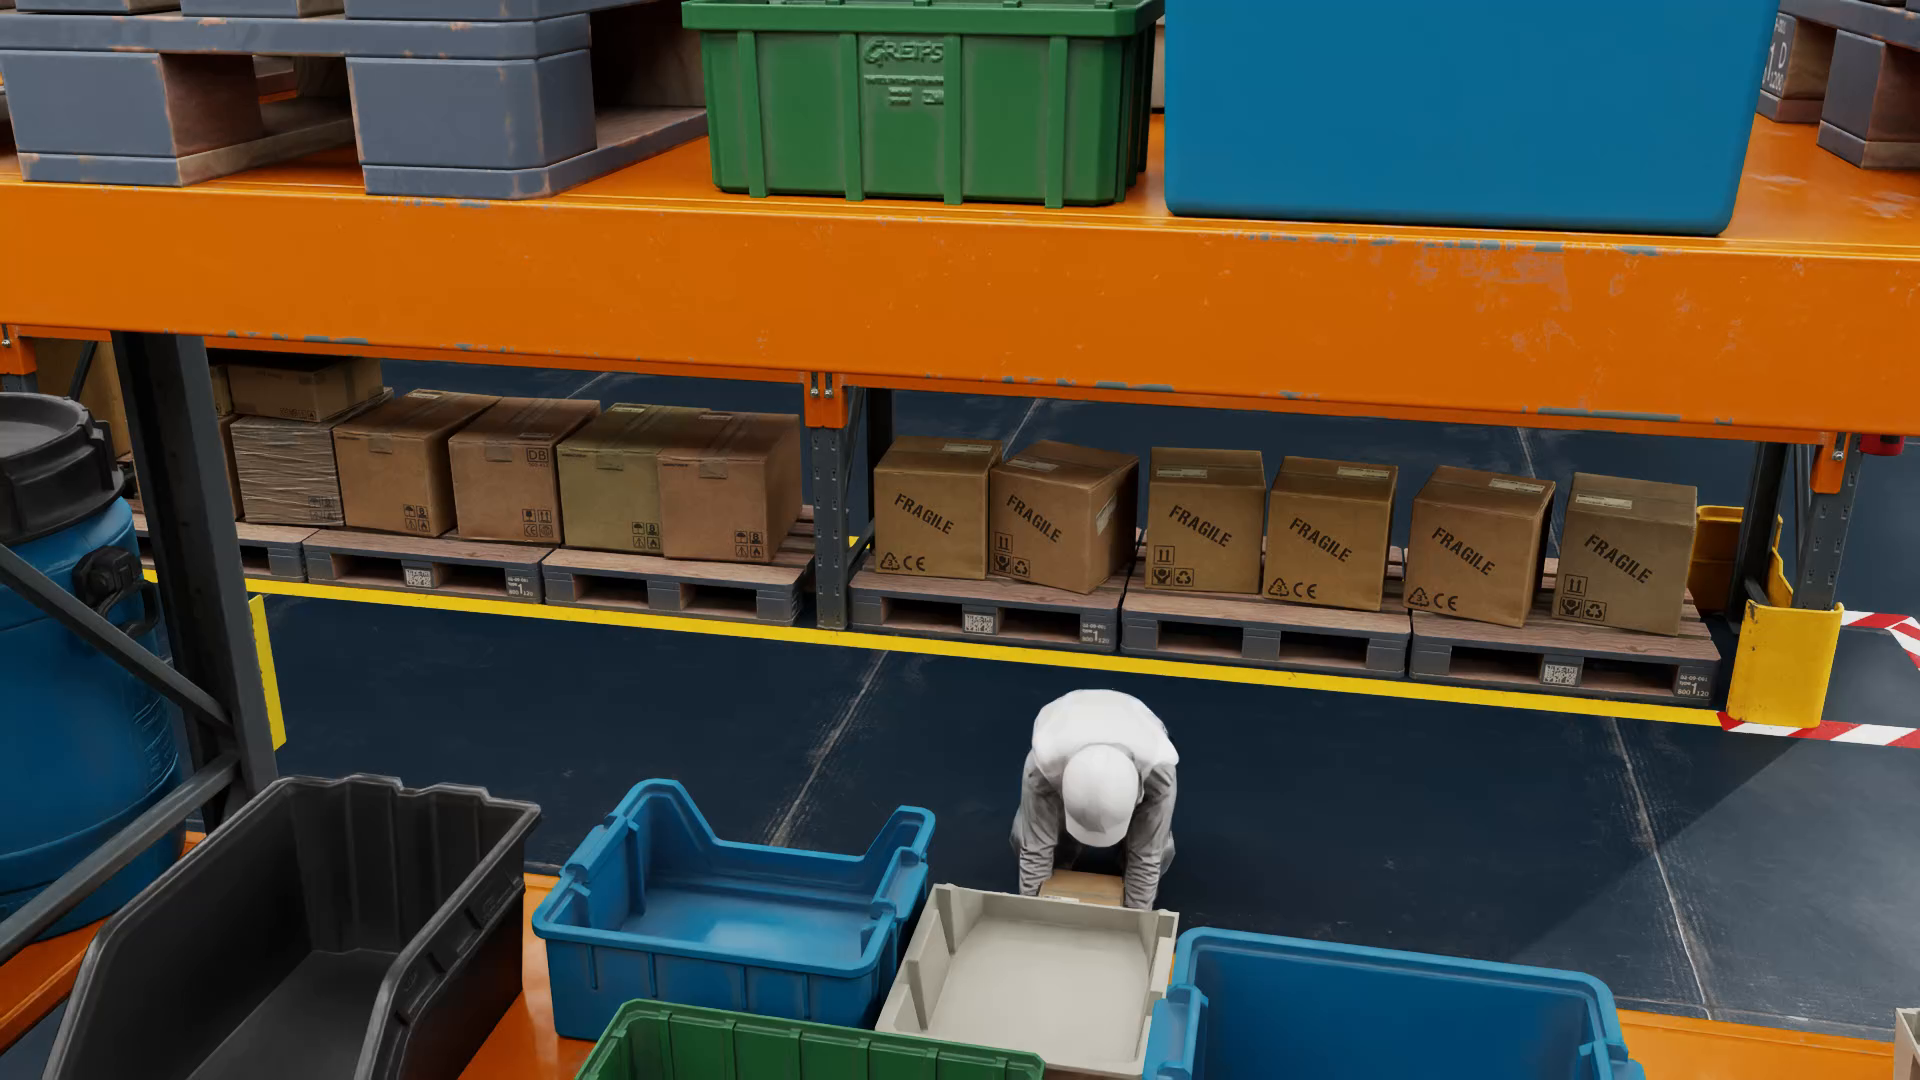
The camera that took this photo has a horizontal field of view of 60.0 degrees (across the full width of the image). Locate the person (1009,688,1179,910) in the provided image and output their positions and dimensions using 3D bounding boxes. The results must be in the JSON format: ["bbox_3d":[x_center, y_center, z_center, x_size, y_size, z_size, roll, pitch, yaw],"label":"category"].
[{"bbox_3d":[0.428,0.876,5.269,0.526,0.860,0.954,4,22,11],"label":"person"}]
